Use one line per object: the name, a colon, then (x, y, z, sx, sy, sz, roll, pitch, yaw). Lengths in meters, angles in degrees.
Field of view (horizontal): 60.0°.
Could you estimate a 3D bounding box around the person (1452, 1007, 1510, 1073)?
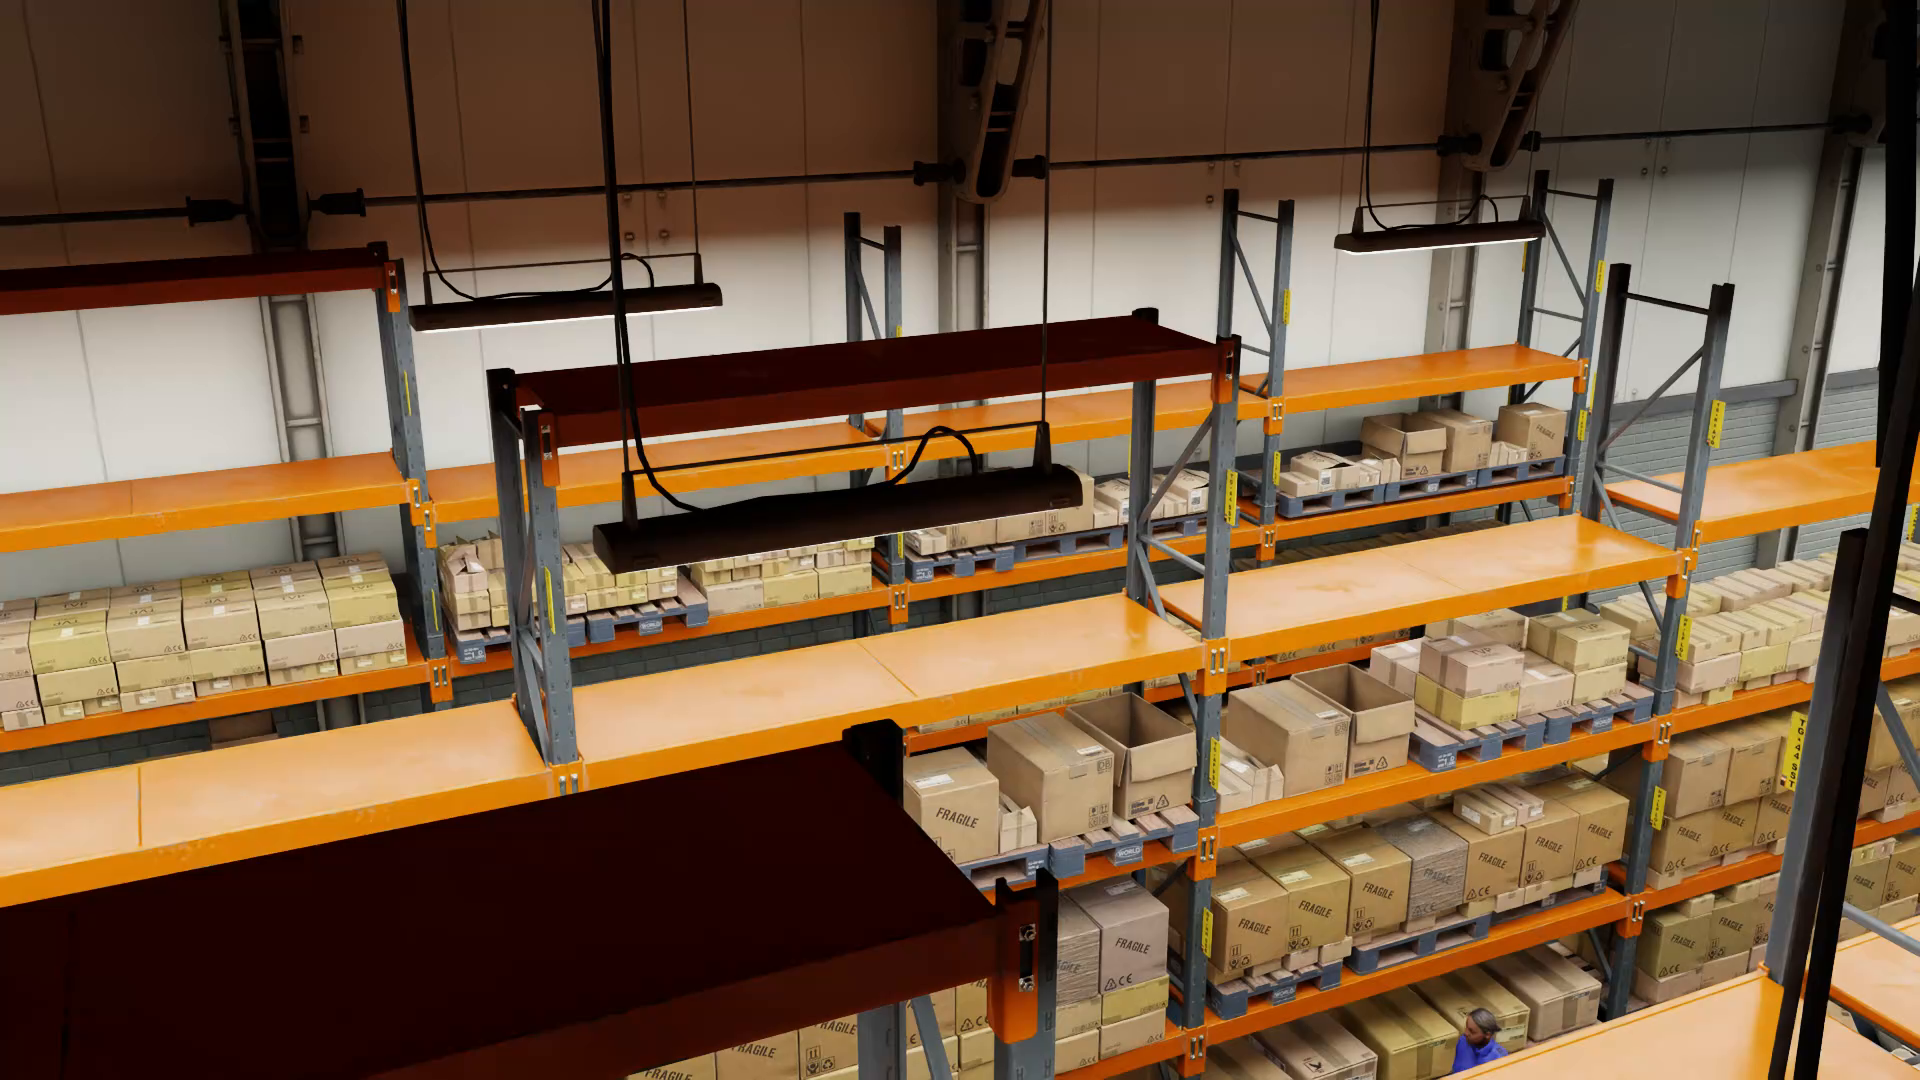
person: (3.443, 3.824, 10.941, 0.425, 1.658, 0.529, -11, 21, -29)
